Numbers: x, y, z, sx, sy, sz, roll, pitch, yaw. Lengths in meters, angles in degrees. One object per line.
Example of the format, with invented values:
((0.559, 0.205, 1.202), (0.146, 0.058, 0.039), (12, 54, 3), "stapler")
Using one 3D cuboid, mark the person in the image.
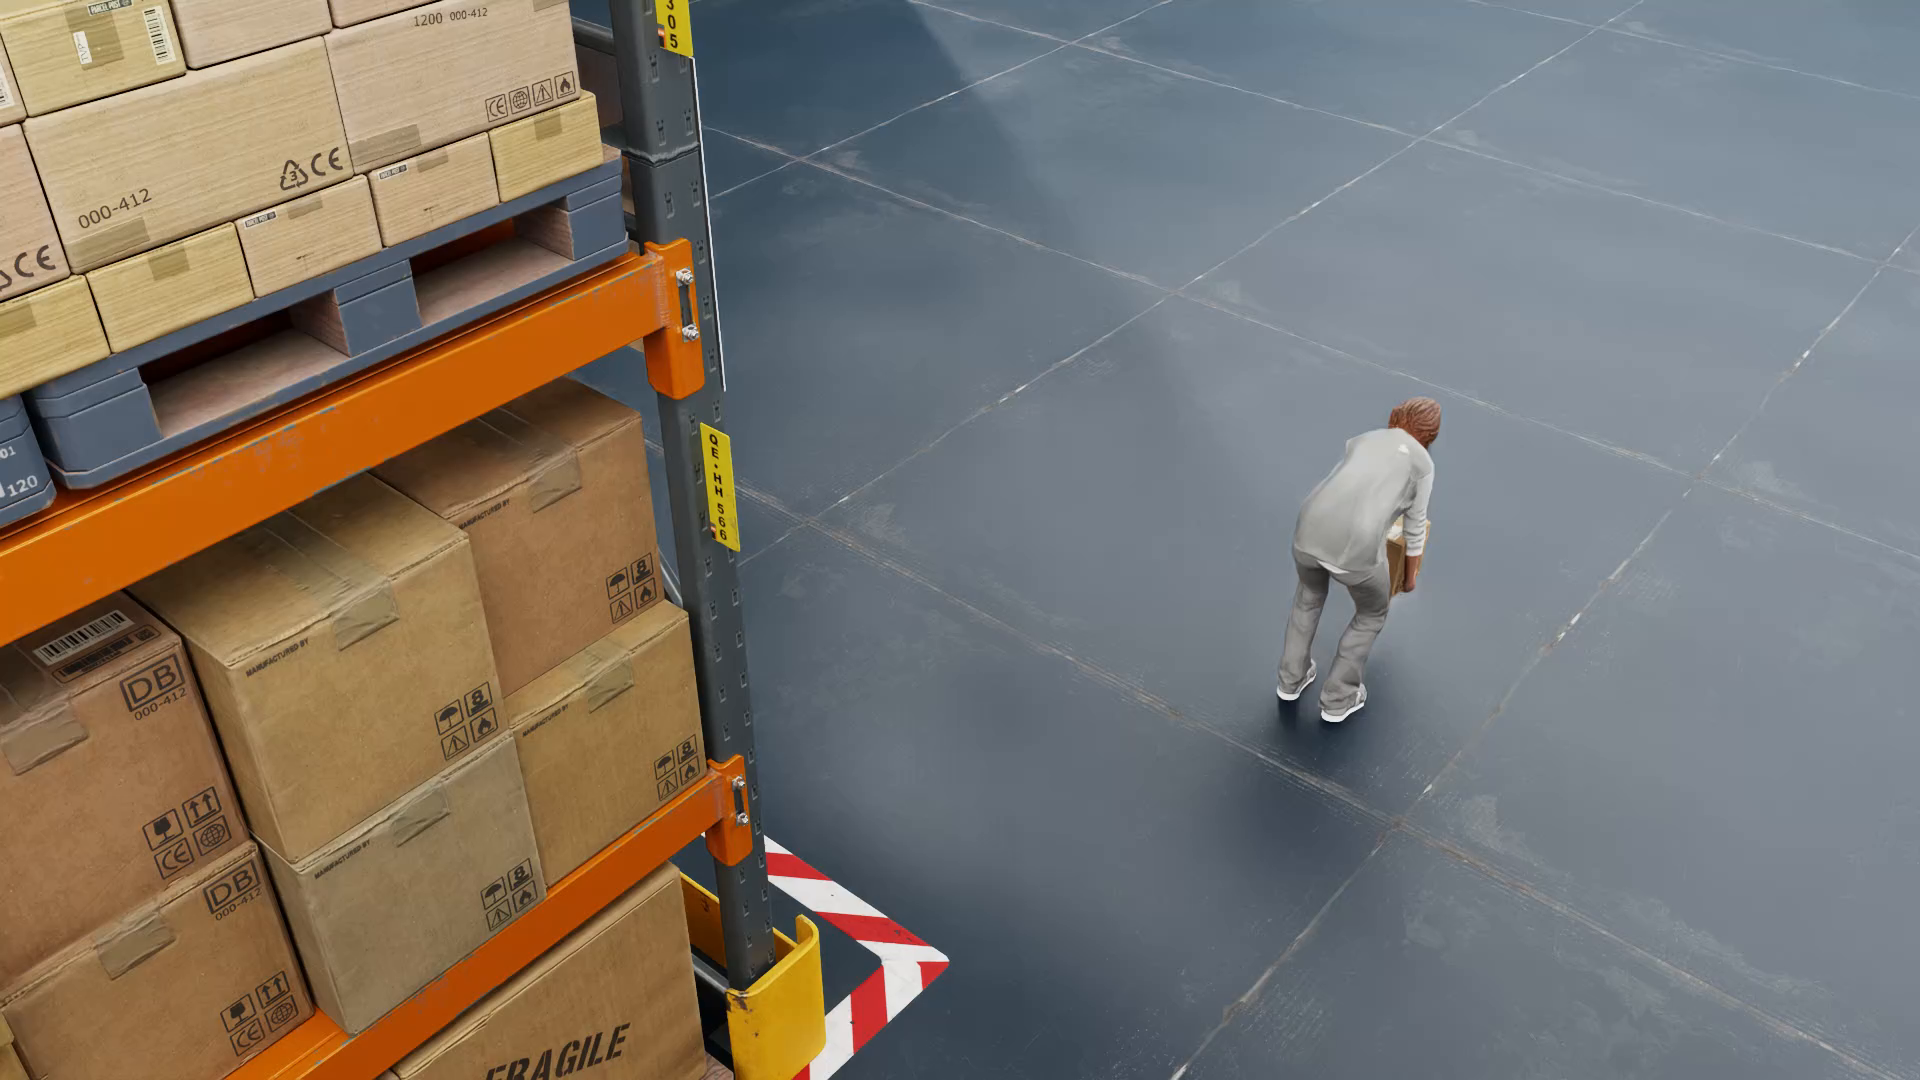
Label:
((1.567, 0.076, 6.449), (0.385, 1.136, 0.848), (25, 42, 30), "person")
